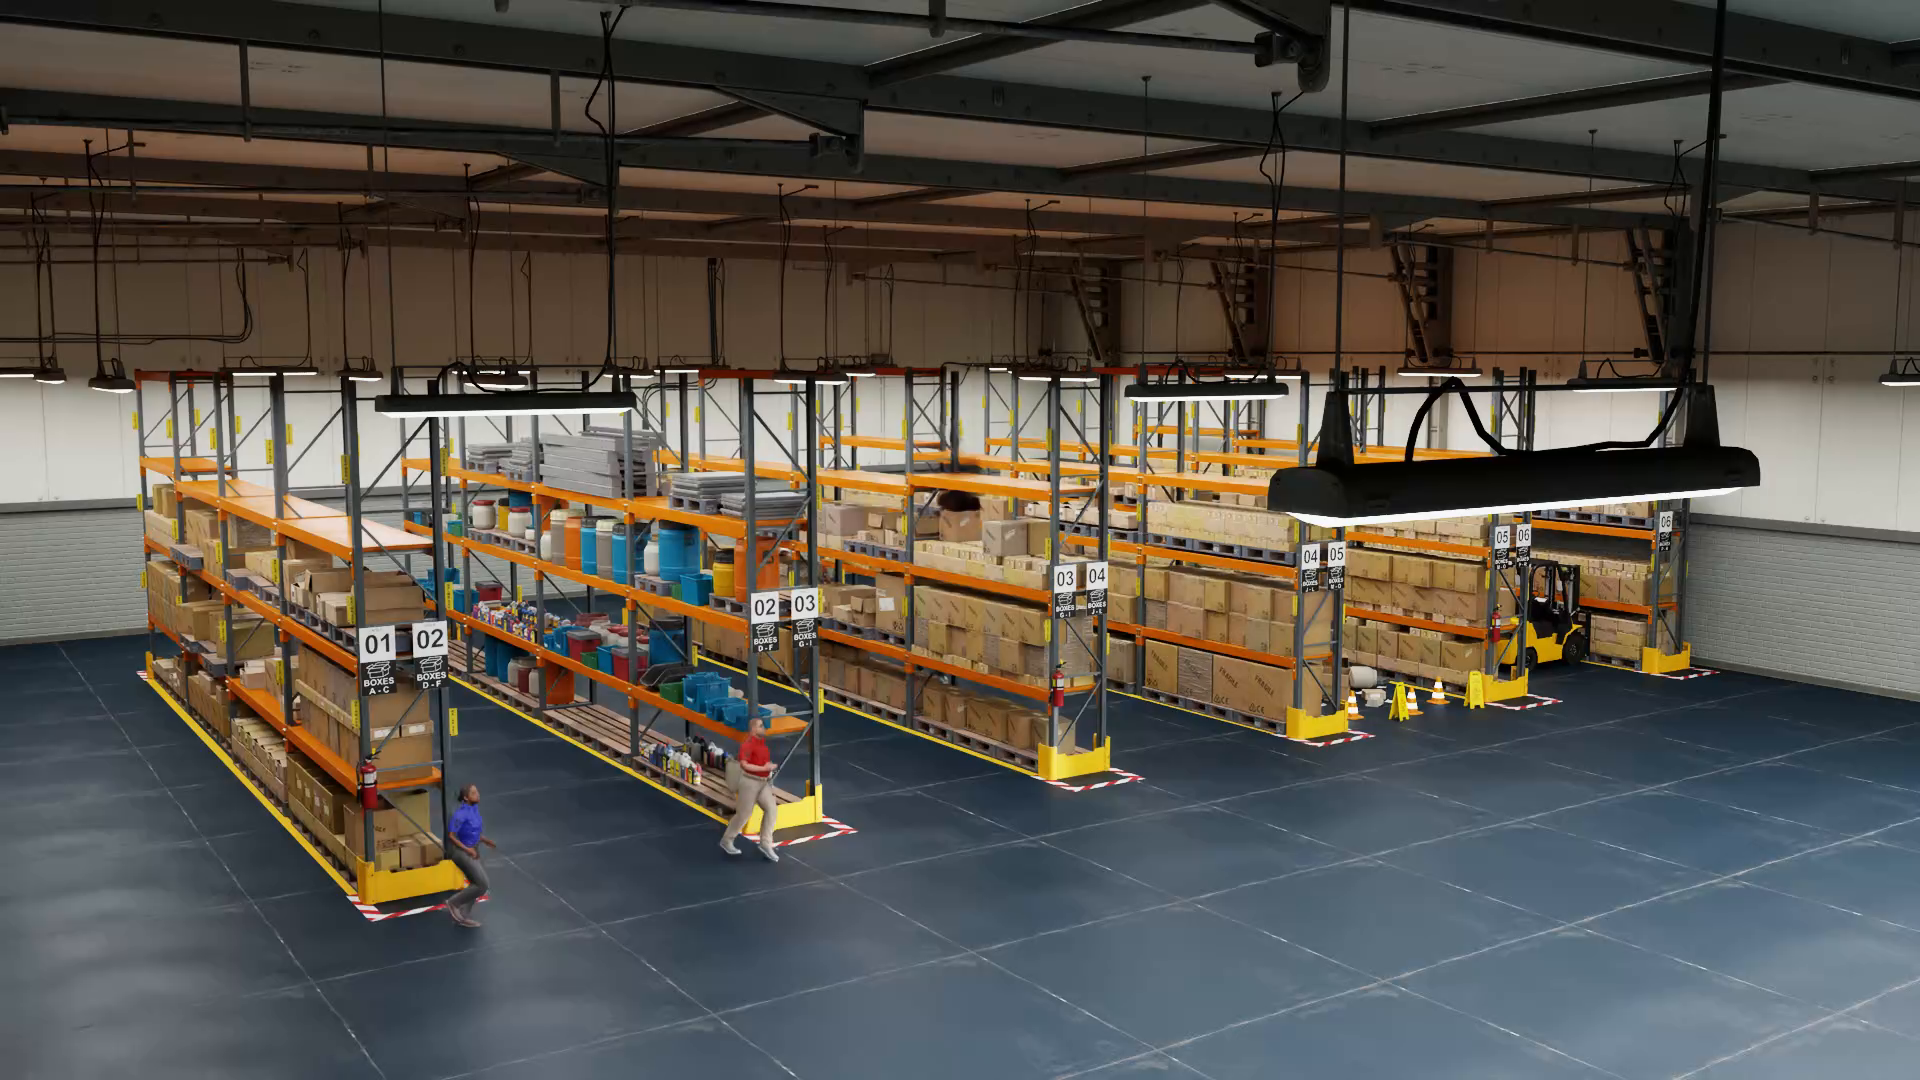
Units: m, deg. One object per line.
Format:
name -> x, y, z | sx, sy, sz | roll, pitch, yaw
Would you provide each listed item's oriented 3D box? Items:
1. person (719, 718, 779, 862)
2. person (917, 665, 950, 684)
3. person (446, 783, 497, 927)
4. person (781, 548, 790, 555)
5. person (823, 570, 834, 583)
person -> -2.599, 3.121, 20.923 | 0.793, 1.768, 0.688 | 2, 7, 20
person -> -0.536, 1.918, 31.946 | 0.531, 1.621, 0.805 | -6, 9, -43
person -> -5.377, 3.523, 18.335 | 0.478, 1.535, 0.545 | 0, 6, 1
person -> -4.219, 0.998, 39.402 | 0.751, 1.744, 0.918 | 0, 6, -4
person -> -2.738, 1.509, 34.819 | 0.649, 1.812, 0.914 | -5, 8, -35
